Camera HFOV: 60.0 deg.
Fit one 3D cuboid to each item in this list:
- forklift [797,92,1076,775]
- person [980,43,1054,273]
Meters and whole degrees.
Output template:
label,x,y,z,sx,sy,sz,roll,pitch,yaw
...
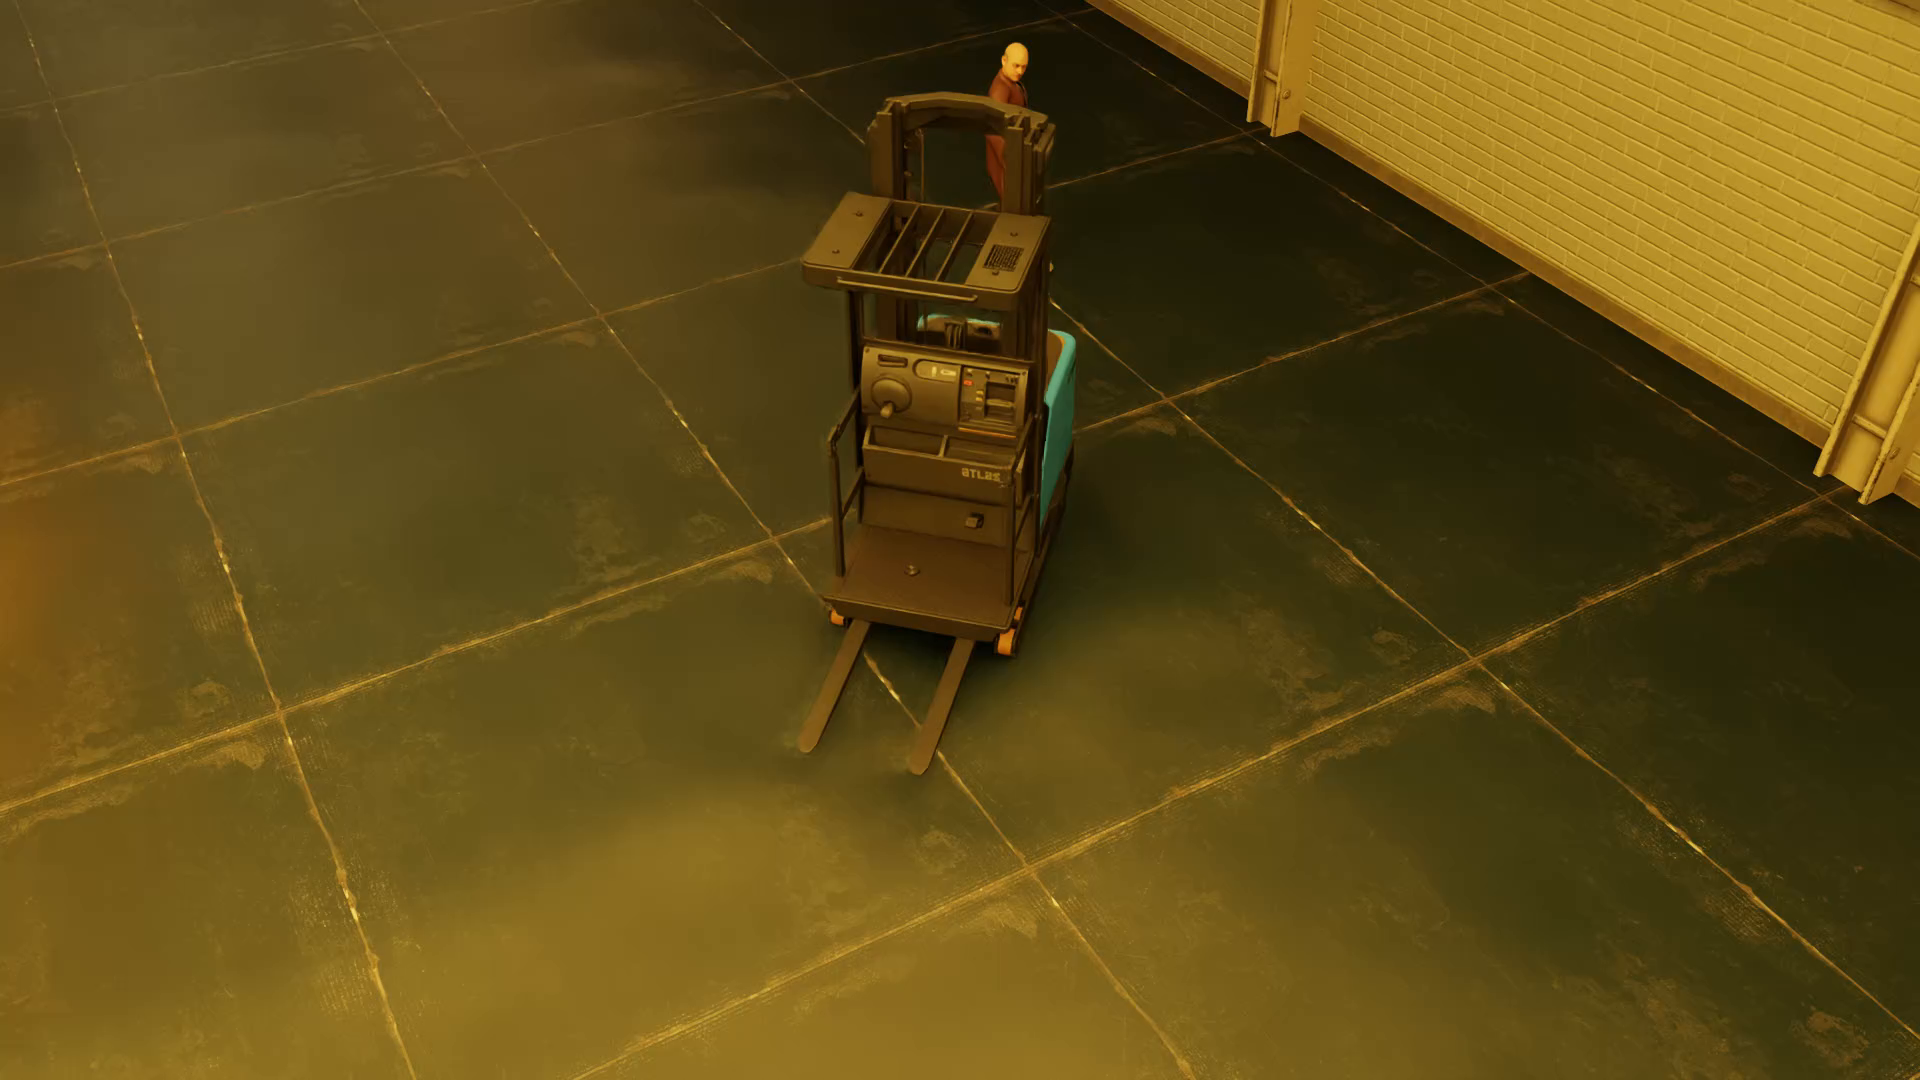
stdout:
label,x,y,z,sx,sy,sz,roll,pitch,yaw
forklift,-0.139,-0.740,8.929,1.130,2.935,3.031,9,41,11
person,0.433,-2.833,12.374,0.558,1.759,0.799,-2,40,-3
